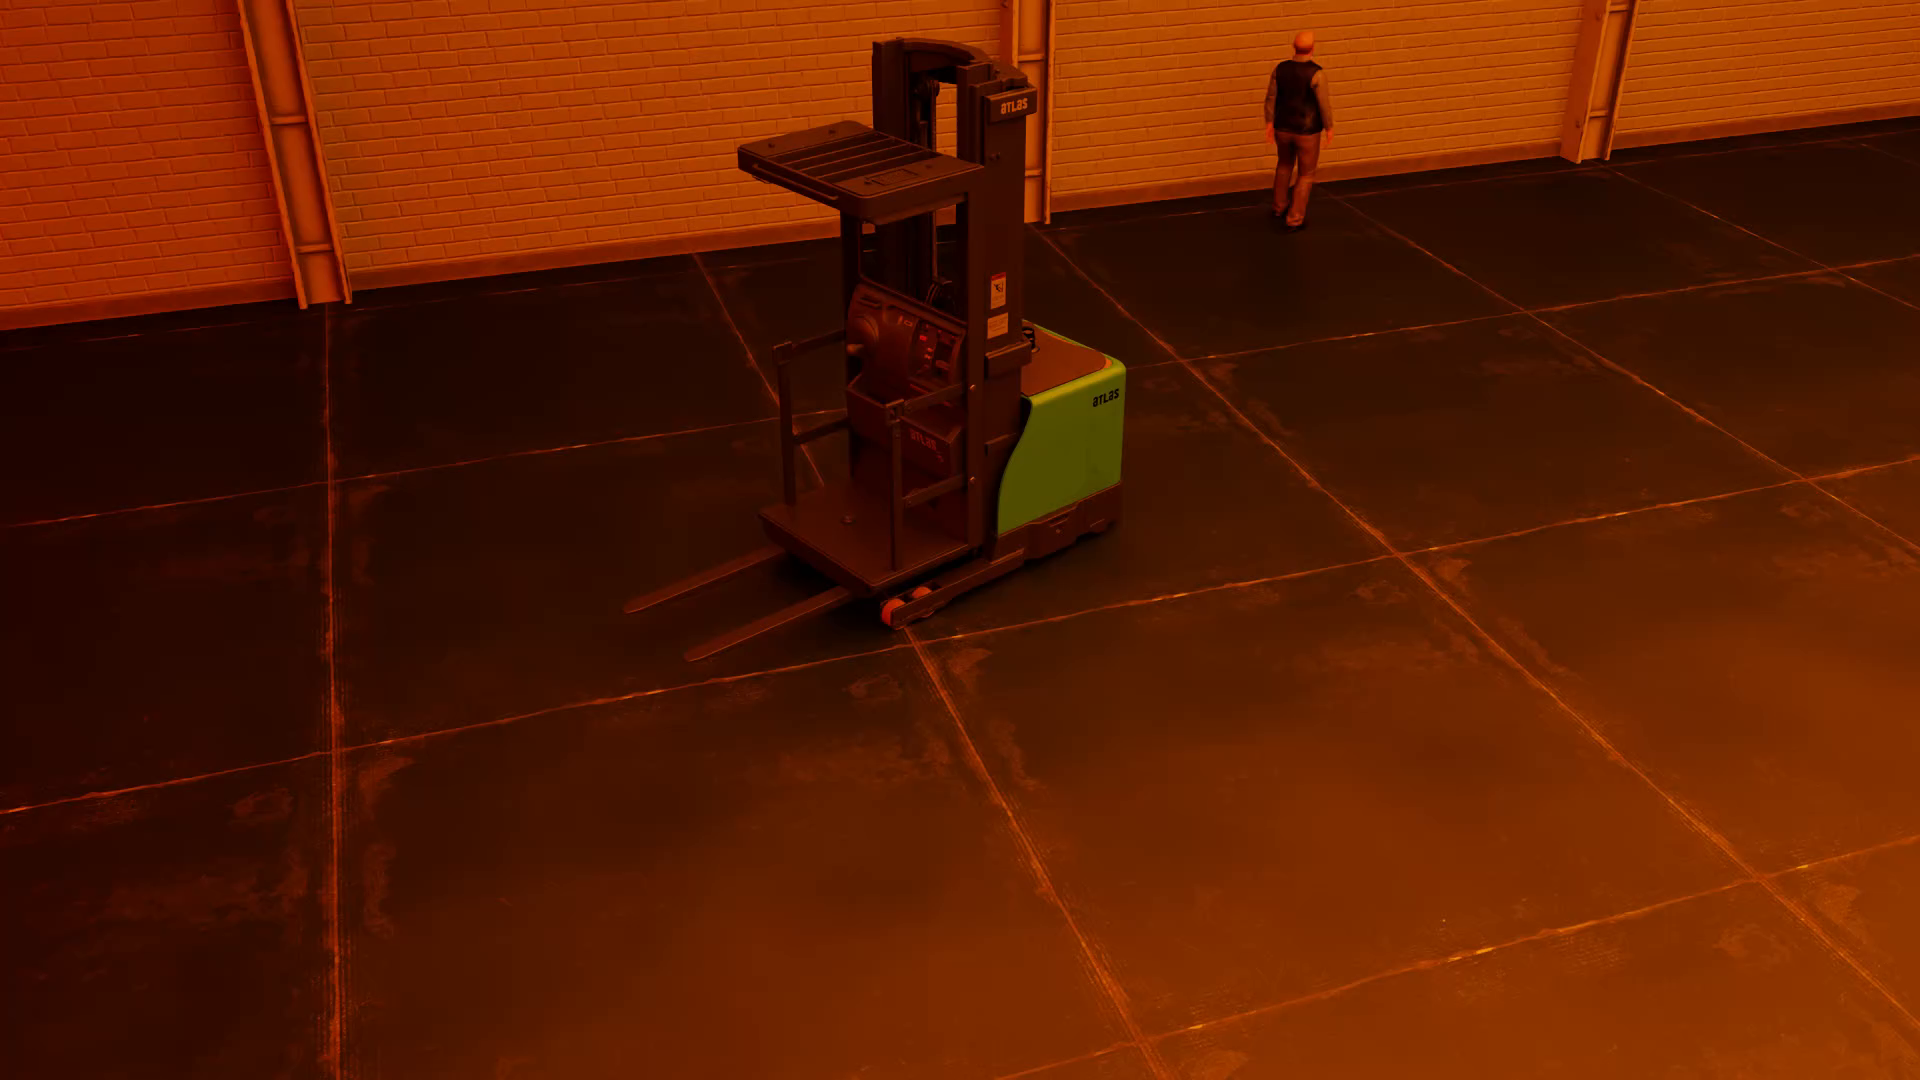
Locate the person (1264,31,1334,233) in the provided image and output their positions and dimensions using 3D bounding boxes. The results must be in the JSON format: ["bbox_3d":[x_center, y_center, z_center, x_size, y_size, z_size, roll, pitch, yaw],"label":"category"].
[{"bbox_3d":[2.997,-3.585,14.580,0.615,1.748,0.526,22,36,33],"label":"person"}]

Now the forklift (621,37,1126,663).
[{"bbox_3d":[-0.461,-1.072,8.951,3.031,2.935,1.130,-23,37,-34],"label":"forklift"}]
